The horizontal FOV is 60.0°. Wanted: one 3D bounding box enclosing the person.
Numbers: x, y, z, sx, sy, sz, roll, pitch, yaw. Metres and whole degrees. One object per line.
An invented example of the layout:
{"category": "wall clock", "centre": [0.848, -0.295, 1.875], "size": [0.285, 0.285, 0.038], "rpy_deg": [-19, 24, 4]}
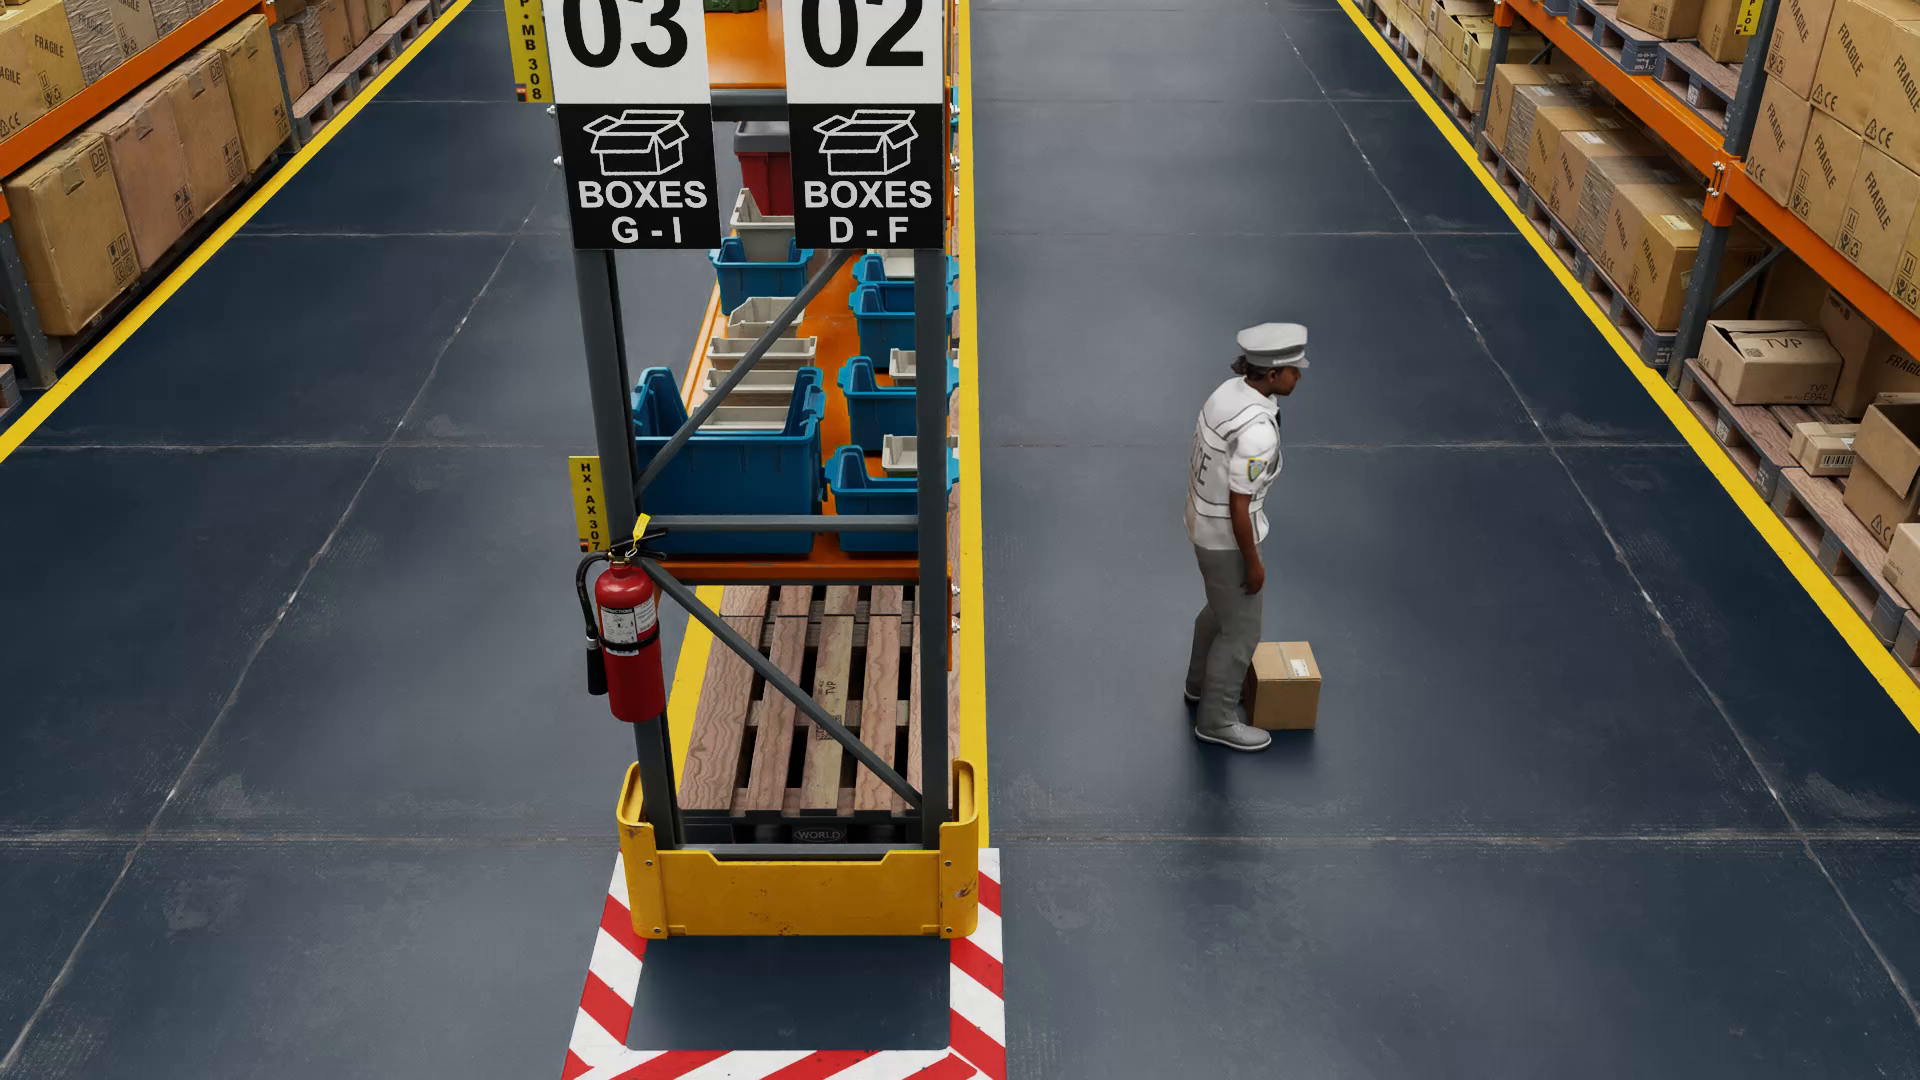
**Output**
{"category": "person", "centre": [1.037, -0.016, 6.218], "size": [0.393, 1.660, 0.507], "rpy_deg": [0, 31, 0]}
